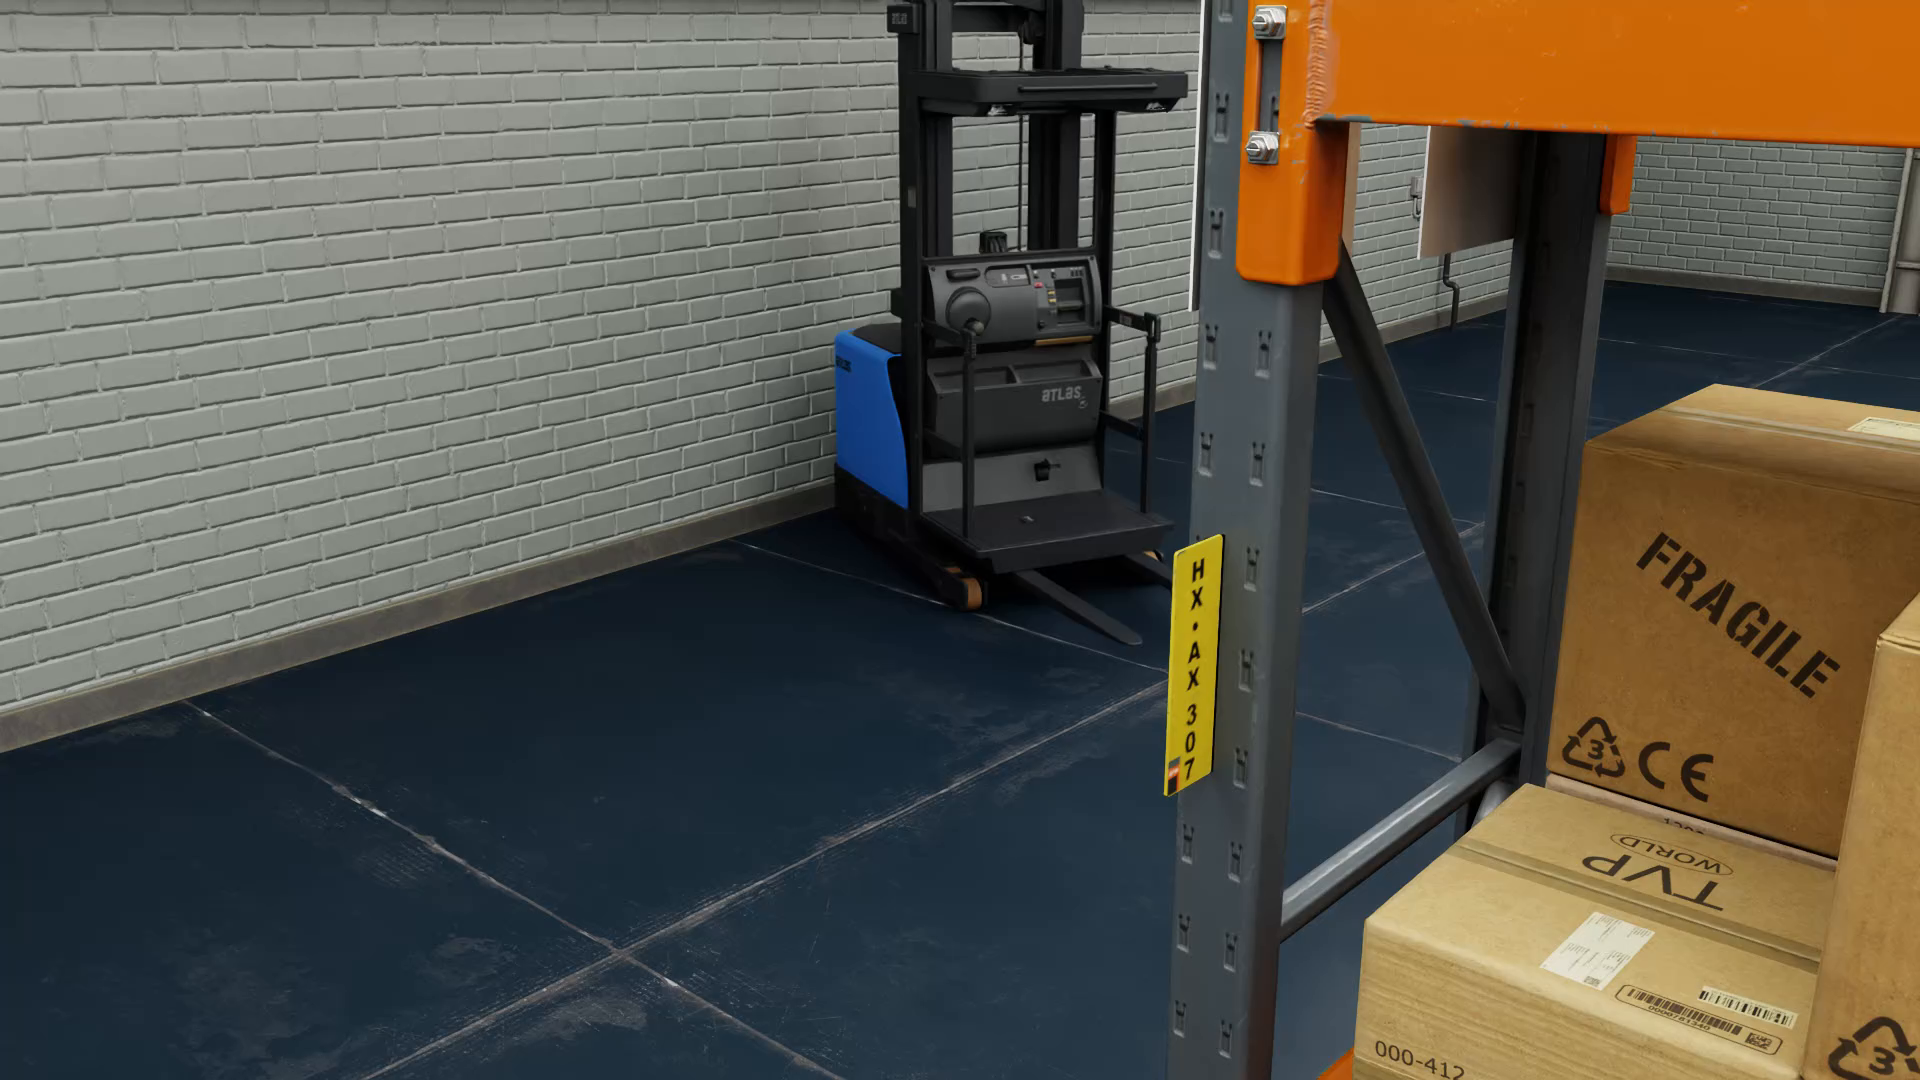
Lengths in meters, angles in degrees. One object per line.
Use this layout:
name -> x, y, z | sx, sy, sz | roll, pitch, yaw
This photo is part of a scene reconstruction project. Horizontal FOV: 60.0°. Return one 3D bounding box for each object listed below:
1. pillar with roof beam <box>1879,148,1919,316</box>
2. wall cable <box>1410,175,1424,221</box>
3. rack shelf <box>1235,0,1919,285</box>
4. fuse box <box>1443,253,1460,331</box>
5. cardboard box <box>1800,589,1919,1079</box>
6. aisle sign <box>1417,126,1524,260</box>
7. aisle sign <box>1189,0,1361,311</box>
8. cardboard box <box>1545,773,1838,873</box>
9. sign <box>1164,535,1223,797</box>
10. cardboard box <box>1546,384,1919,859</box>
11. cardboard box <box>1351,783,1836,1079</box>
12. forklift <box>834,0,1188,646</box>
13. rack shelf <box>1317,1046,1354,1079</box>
pillar with roof beam -> 6.260, -5.511, 11.602 | 0.400, 9.000, 9.100 | 15, 23, 39
wall cable -> 3.944, -3.691, 14.104 | 0.122, 1.984, 0.588 | 15, 23, 39
rack shelf -> 2.162, -0.200, 1.014 | 4.000, 0.370, 1.077 | 15, 23, 39
fuse box -> 4.514, -2.716, 14.840 | 0.414, 1.711, 0.539 | 15, 23, 39
cardboard box -> 1.220, 0.315, 1.676 | 0.500, 0.500, 0.500 | 14, 23, 38
aisle sign -> 0.811, -0.836, 2.490 | 0.004, 0.787, 0.394 | 15, 23, 39
aisle sign -> 0.413, -0.700, 2.062 | 0.004, 0.787, 0.394 | 15, 23, 39
cardboard box -> 1.204, 0.452, 2.484 | 0.500, 0.250, 0.500 | 15, 23, 38
sign -> 0.293, 0.159, 2.089 | 0.005, 0.325, 0.100 | 15, 23, 39
cardboard box -> 1.205, 0.096, 2.367 | 0.500, 0.500, 0.500 | 15, 23, 40
cardboard box -> 0.846, 0.572, 2.106 | 0.500, 0.250, 0.500 | 14, 23, 38
forklift -> 0.371, -1.201, 8.050 | 1.130, 2.935, 3.031 | -8, 19, -24
rack shelf -> 2.162, 1.230, 1.467 | 4.000, 0.370, 1.077 | 15, 23, 39
